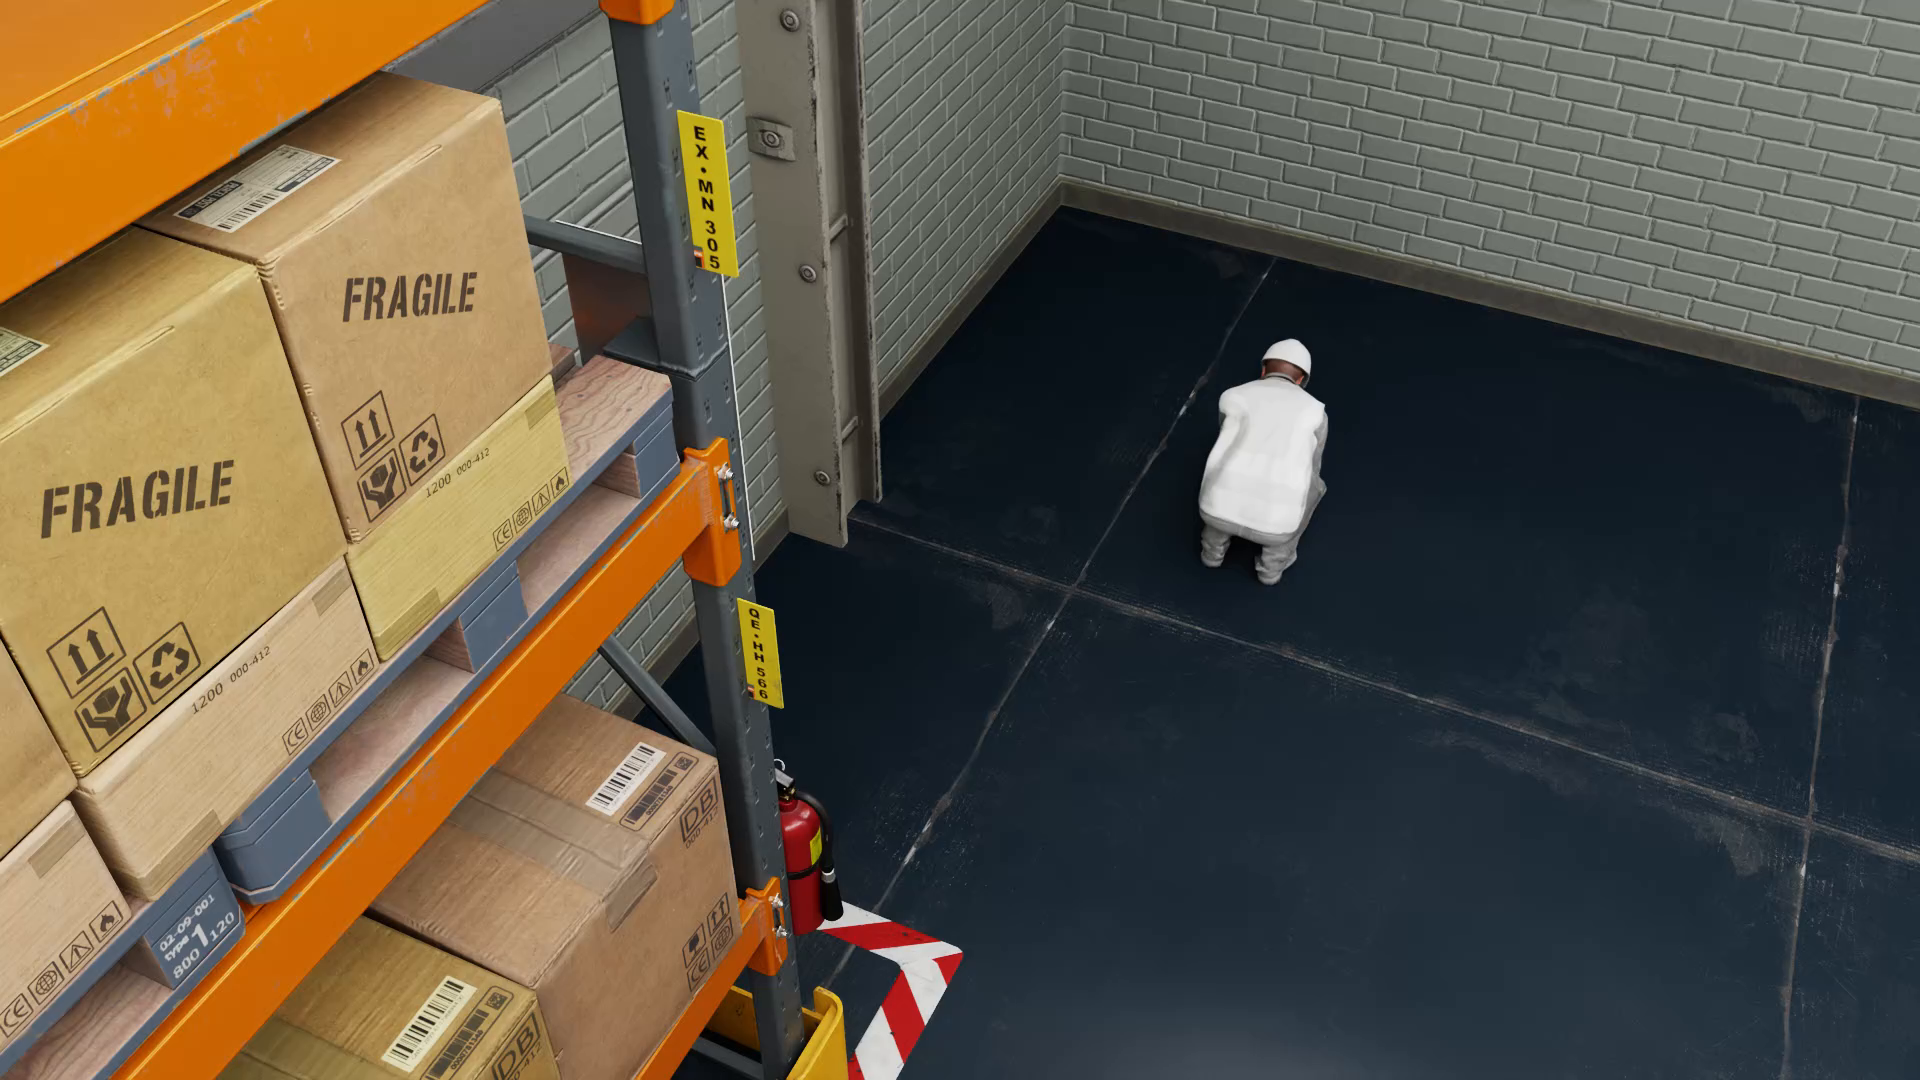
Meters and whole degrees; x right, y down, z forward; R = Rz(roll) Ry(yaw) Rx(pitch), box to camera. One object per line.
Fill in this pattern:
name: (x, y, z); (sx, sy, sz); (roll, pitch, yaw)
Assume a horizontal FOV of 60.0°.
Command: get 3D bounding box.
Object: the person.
person: (1.337, -0.302, 7.277); (0.527, 0.860, 0.953); (17, 44, 18)
